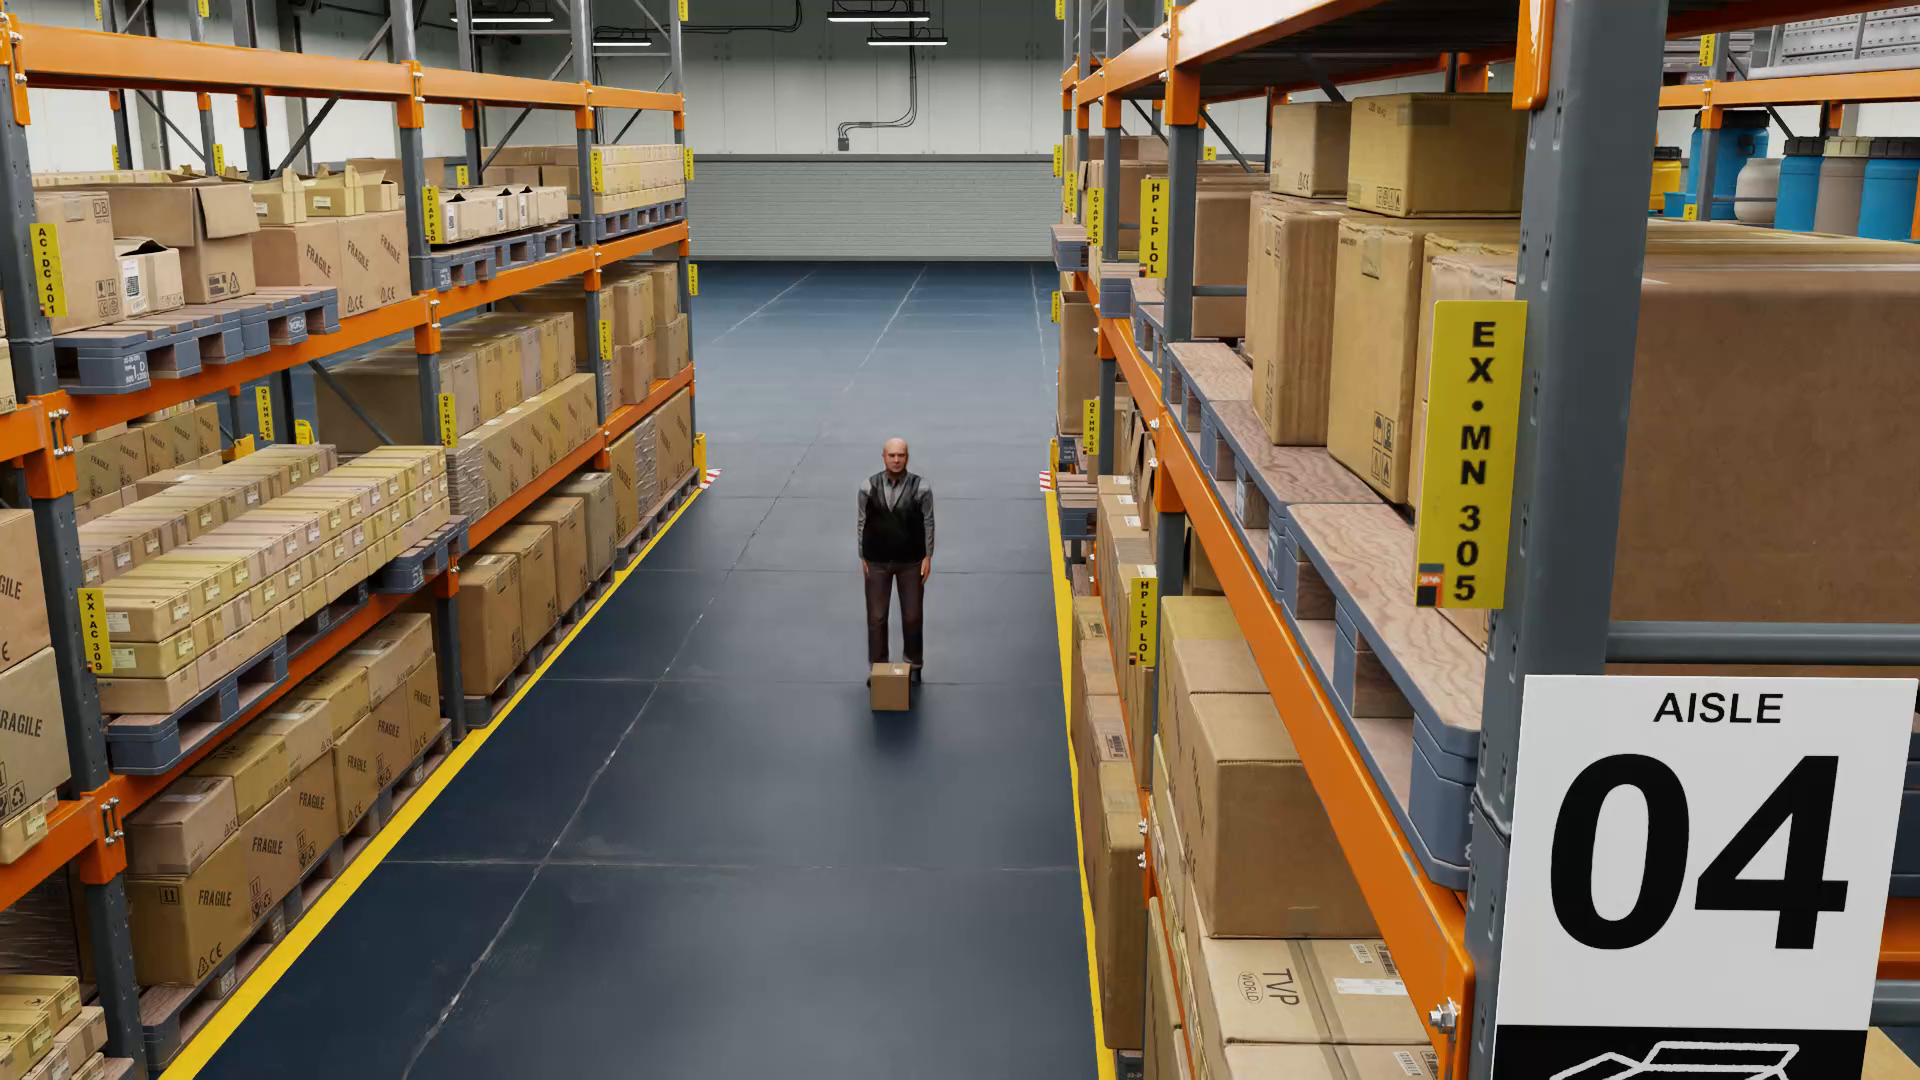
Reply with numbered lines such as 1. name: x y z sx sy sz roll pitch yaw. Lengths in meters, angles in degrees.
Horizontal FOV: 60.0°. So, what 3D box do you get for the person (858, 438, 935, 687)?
1. person: -0.437 0.175 11.426 0.532 1.754 0.364 1 14 3
